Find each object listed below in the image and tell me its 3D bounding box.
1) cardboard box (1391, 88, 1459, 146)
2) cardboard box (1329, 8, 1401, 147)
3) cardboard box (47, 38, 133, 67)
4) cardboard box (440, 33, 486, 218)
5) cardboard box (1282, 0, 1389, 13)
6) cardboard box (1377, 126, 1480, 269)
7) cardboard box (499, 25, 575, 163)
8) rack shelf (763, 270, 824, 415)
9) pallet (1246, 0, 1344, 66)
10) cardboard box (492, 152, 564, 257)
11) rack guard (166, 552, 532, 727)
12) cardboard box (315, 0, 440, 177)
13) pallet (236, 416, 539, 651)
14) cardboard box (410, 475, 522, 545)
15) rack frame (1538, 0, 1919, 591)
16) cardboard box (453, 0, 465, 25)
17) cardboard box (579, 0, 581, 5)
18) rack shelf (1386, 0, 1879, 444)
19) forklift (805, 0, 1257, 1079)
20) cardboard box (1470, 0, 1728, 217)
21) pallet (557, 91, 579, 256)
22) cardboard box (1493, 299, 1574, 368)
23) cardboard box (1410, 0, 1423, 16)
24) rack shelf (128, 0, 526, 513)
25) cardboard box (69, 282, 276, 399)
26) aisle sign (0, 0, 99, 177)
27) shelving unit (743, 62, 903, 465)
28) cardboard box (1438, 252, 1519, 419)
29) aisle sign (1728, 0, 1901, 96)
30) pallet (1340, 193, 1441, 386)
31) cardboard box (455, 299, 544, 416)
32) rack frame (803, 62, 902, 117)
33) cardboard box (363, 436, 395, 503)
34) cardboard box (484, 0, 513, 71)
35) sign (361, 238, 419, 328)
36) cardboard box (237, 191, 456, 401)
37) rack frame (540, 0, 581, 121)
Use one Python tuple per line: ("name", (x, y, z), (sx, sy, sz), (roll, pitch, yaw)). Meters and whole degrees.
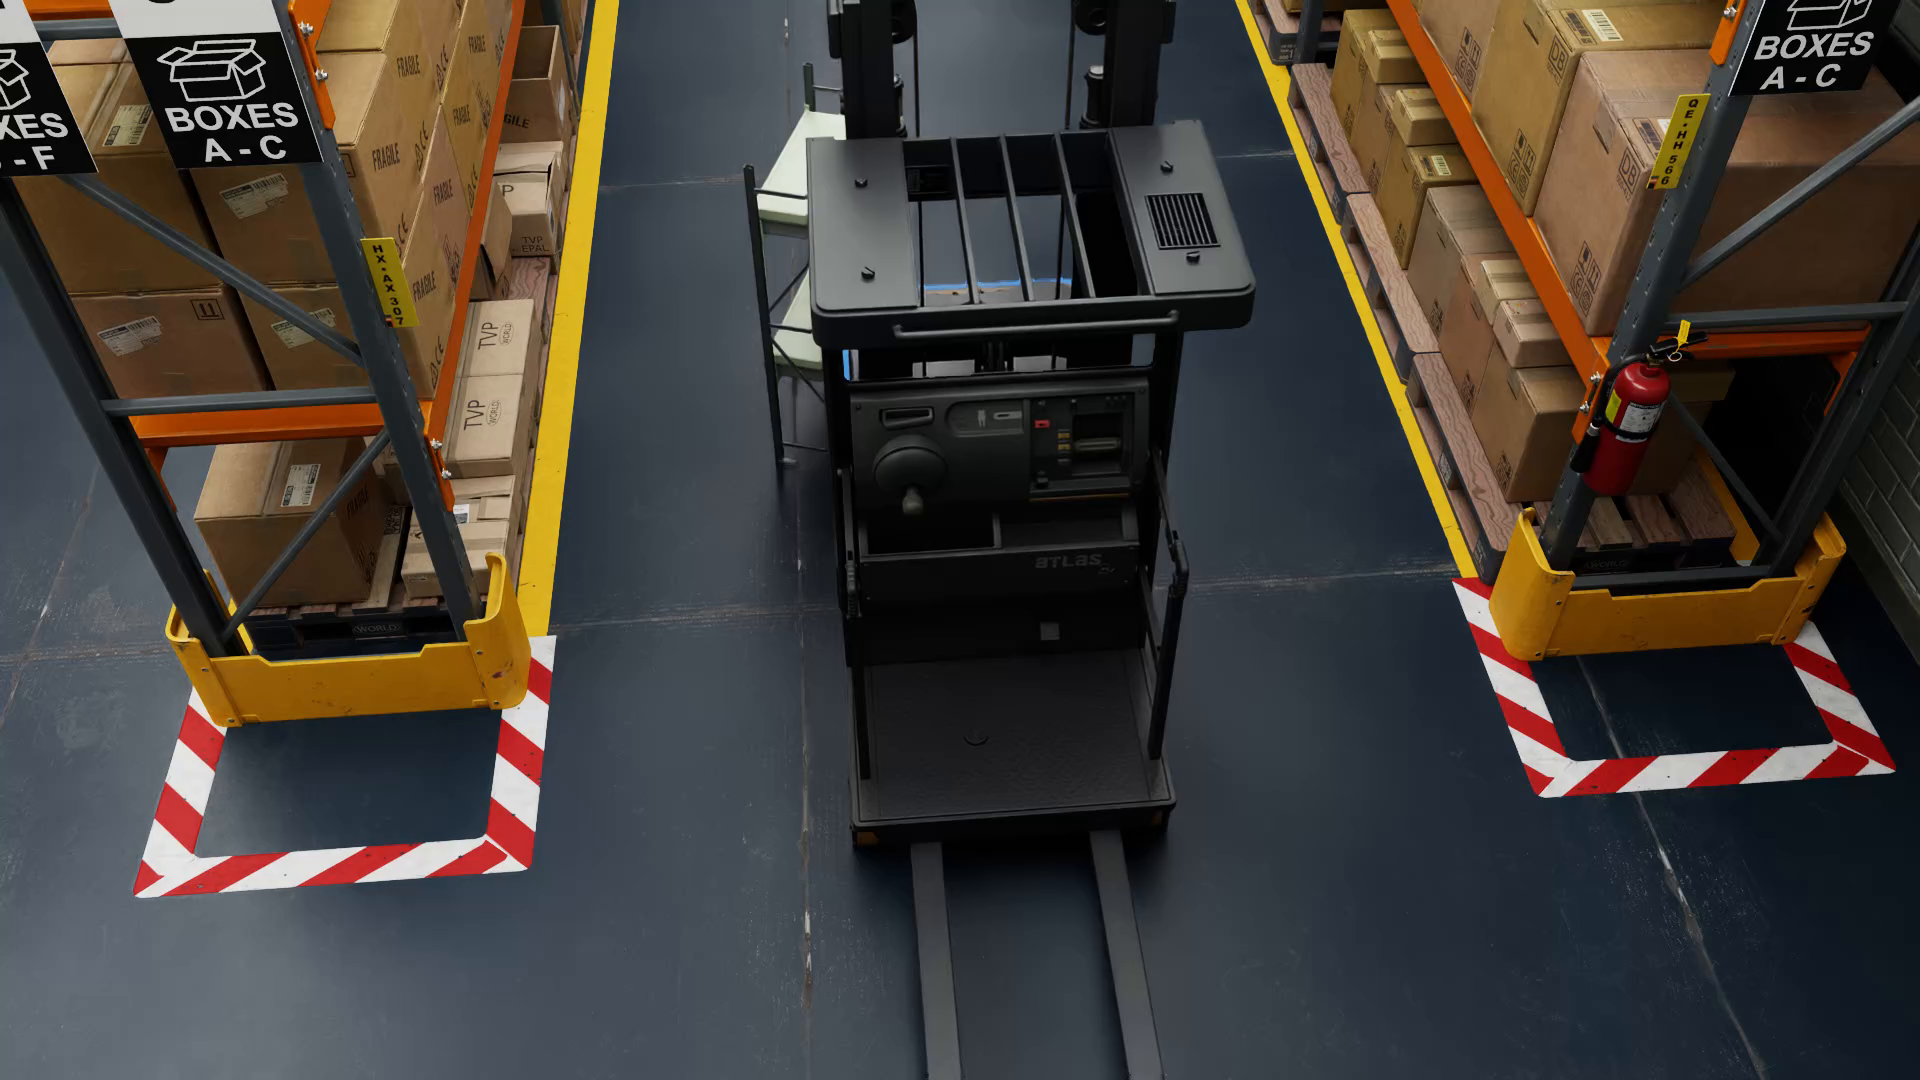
("cardboard box", (2.215, -1.954, 7.656), (0.380, 0.149, 0.250), (-5, 47, -4))
("cardboard box", (2.324, -2.367, 8.495), (0.700, 0.500, 0.500), (-3, 47, -3))
("cardboard box", (-2.592, -1.481, 5.465), (0.500, 0.500, 0.500), (-2, 47, -2))
("cardboard box", (-2.099, -1.539, 6.210), (0.500, 0.500, 0.500), (-4, 47, -3))
("cardboard box", (2.180, -3.497, 9.324), (0.750, 0.750, 0.750), (-3, 47, -3))
("cardboard box", (2.404, -1.632, 7.798), (0.700, 0.500, 0.500), (-3, 47, -2))
("cardboard box", (-2.242, -2.222, 8.344), (0.500, 0.500, 0.500), (-3, 47, -3))
("rack shelf", (-0.515, -0.864, 7.121), (0.431, 0.370, 0.720), (10, 47, 9))
("pallet", (2.224, -3.224, 9.795), (1.003, 0.211, 1.213), (-3, 47, -3))
("cardboard box", (-2.179, -1.615, 7.899), (0.500, 0.311, 0.500), (-3, 47, -3))
("rack guard", (-2.244, 0.373, 6.189), (1.175, 0.500, 0.348), (-3, 47, -3))
("cardboard box", (-2.063, -1.525, 5.507), (0.500, 0.500, 0.500), (-3, 47, -3))
("pallet", (-2.312, -0.104, 6.840), (1.003, 0.211, 1.213), (-3, 47, -3))
("cardboard box", (-1.951, -0.113, 6.576), (0.380, 0.166, 0.250), (-3, 47, -3))
("rack frame", (2.699, -0.735, 5.517), (1.000, 3.000, 0.127), (-3, 47, -3))
("cardboard box", (-2.144, -2.254, 6.198), (0.500, 0.500, 0.500), (-4, 47, -4))
("cardboard box", (-2.426, -3.367, 9.428), (0.500, 0.500, 0.500), (-3, 47, -3))
("rack shelf", (2.531, -1.935, 7.149), (1.077, 0.370, 4.000), (-3, 47, -3))
("forklift", (0.148, -0.192, 5.049), (1.130, 2.935, 3.031), (-4, 47, -3))
("cardboard box", (2.574, -1.733, 6.255), (0.980, 0.700, 0.700), (-4, 47, -4))
("pallet", (-2.516, -1.870, 8.512), (1.003, 0.211, 1.213), (-3, 47, -3))
("cardboard box", (2.348, -0.826, 6.588), (0.380, 0.149, 0.250), (-4, 47, -4))
("cardboard box", (2.448, -2.811, 7.276), (0.980, 0.700, 0.700), (-5, 47, -4))
("rack shelf", (-2.405, -1.631, 6.861), (1.077, 0.370, 4.000), (-3, 47, -3))
("cardboard box", (-2.546, -0.774, 5.484), (0.500, 0.500, 0.500), (-2, 47, -2))
("aisle sign", (-2.537, -1.258, 4.221), (0.394, 0.787, 0.004), (-3, 47, -3))
("shelving unit", (-0.515, -1.088, 6.884), (0.431, 1.500, 0.755), (10, 47, 9))
("cardboard box", (2.498, -0.883, 7.089), (0.700, 0.500, 0.500), (-4, 47, -3))
("aisle sign", (2.406, -1.559, 4.507), (0.394, 0.787, 0.004), (-3, 47, -3))
("pallet", (2.455, -1.231, 7.907), (1.003, 0.211, 1.213), (-3, 47, -3))
("cardboard box", (-2.084, -0.772, 7.142), (0.500, 0.250, 0.500), (-3, 47, -3))
("rack frame", (-0.428, -1.346, 7.129), (0.400, 1.500, 0.023), (10, 47, 9))
("cardboard box", (-2.473, -0.286, 6.739), (0.380, 0.166, 0.250), (-3, 47, -3))
("cardboard box", (-2.185, -2.270, 6.901), (0.500, 0.500, 0.500), (-3, 47, -2))
("sign", (-1.697, -0.762, 4.946), (0.100, 0.325, 0.005), (-3, 47, -3))
("cardboard box", (-2.012, -0.803, 5.512), (0.500, 0.500, 0.500), (-3, 47, -2))
("rack frame", (-2.572, -3.326, 7.970), (1.000, 3.000, 0.127), (-3, 47, -3))
